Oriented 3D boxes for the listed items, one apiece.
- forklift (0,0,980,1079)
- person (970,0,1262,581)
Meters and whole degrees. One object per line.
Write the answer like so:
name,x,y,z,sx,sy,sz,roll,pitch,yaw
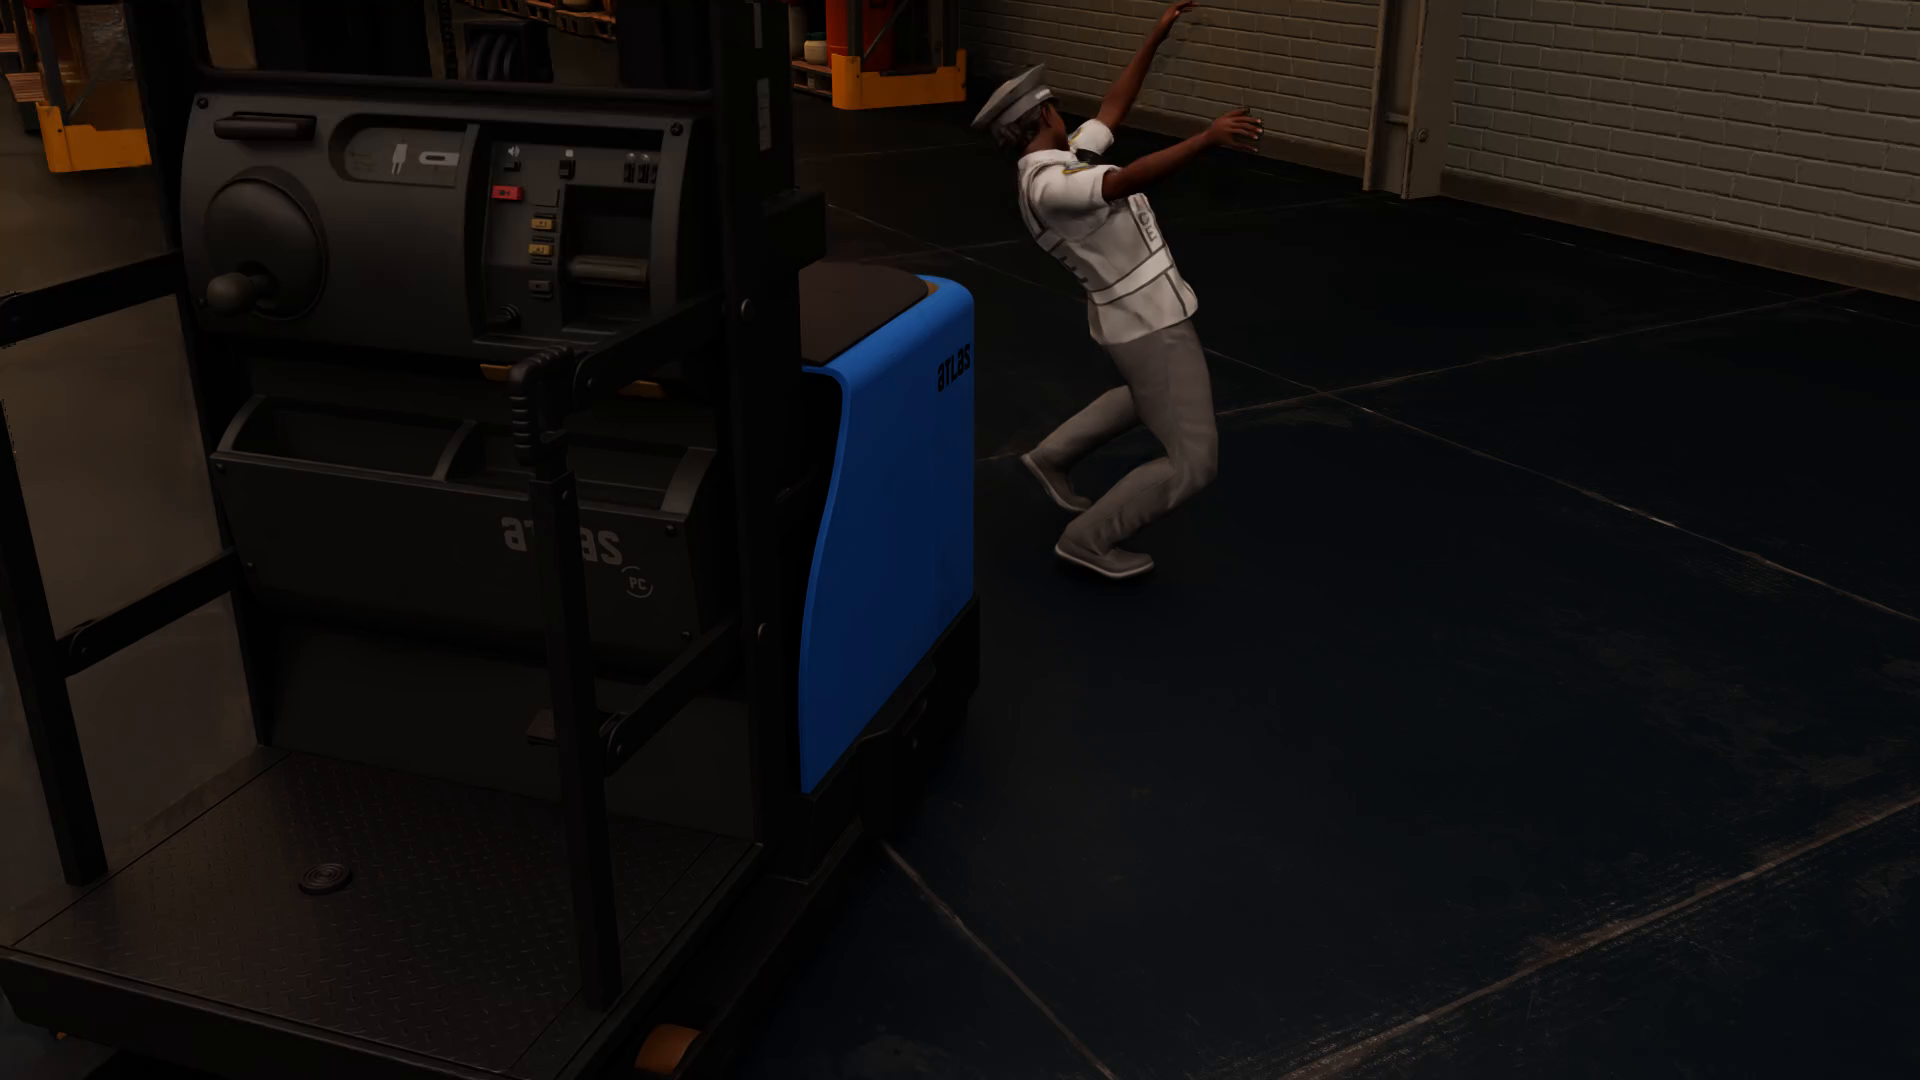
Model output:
forklift,-0.917,-0.488,2.462,1.130,2.935,3.031,8,23,18
person,0.394,-0.645,4.607,0.684,1.575,0.952,-2,22,-6
